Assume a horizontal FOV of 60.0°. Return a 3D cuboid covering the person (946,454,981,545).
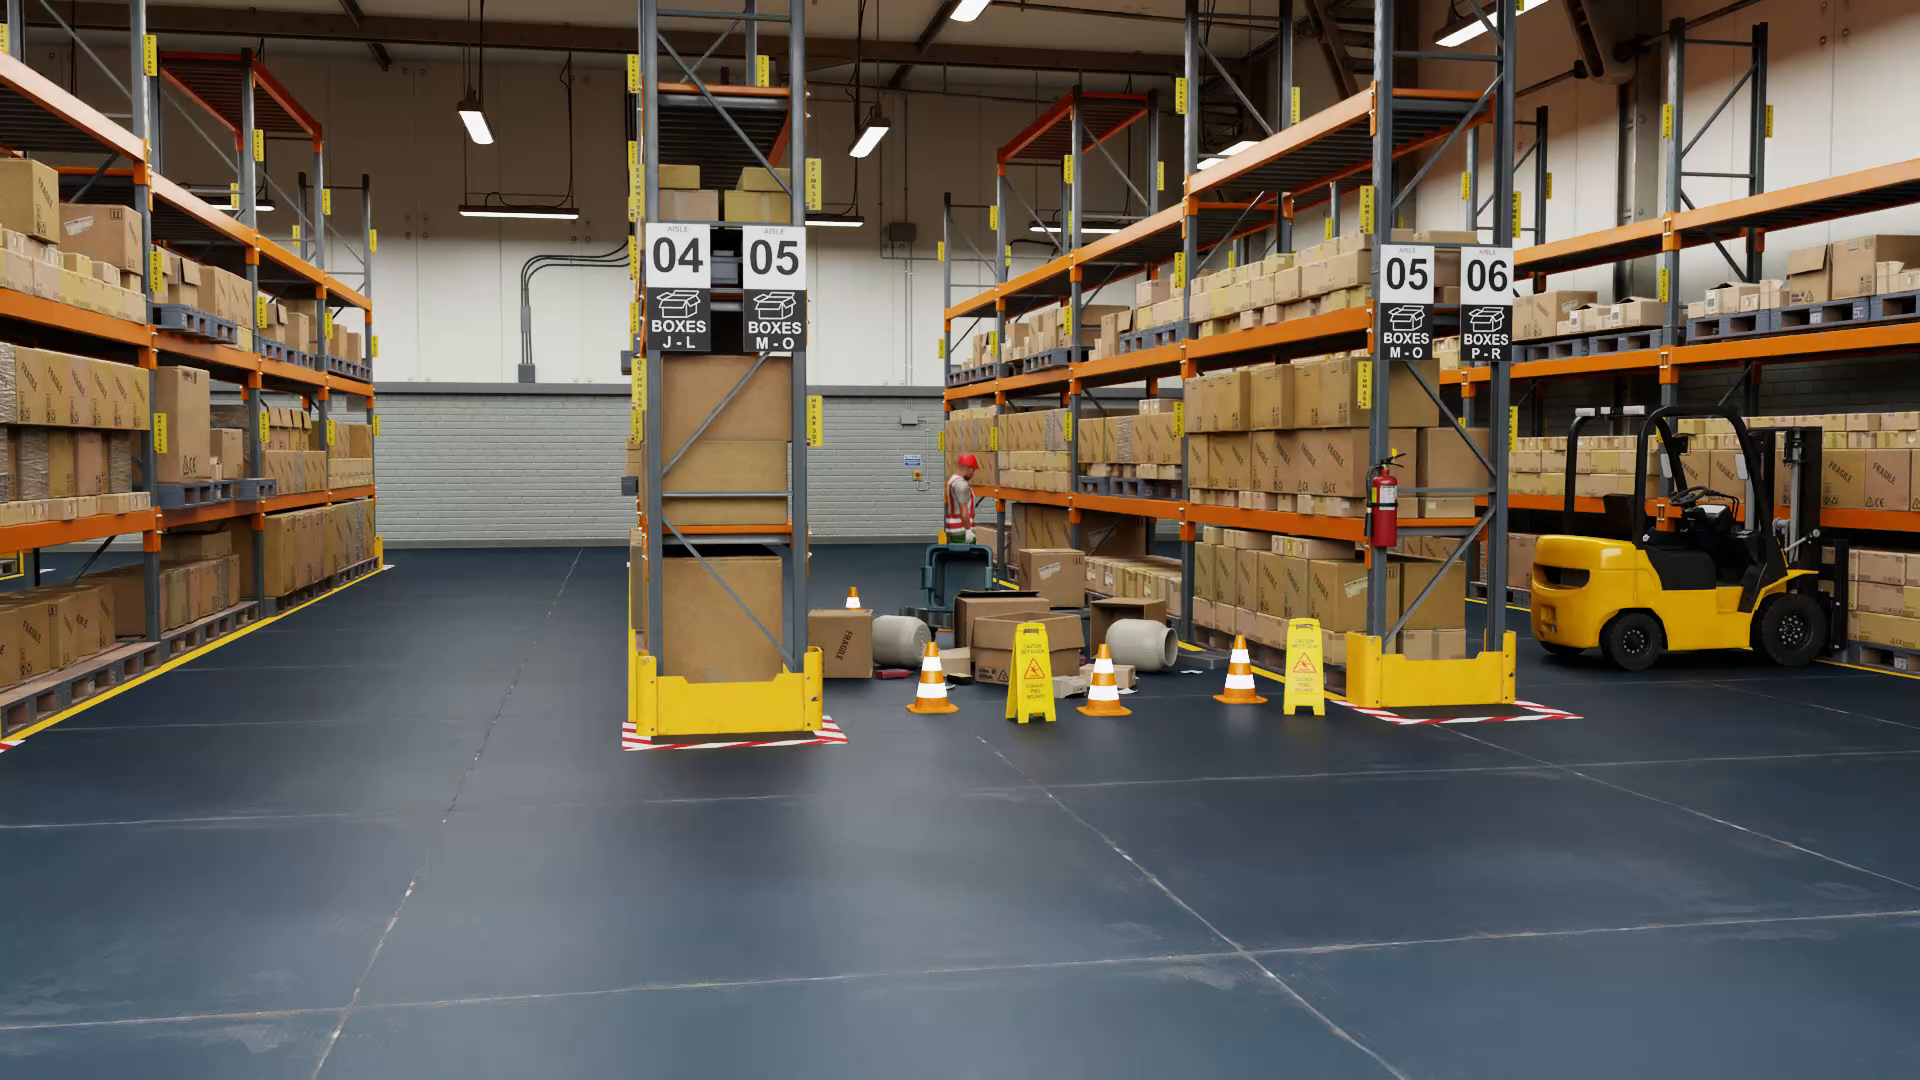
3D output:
[{"bbox_3d":[0.042,-0.065,18.286,0.388,1.768,0.533,-1,3,-10],"label":"person"}]
